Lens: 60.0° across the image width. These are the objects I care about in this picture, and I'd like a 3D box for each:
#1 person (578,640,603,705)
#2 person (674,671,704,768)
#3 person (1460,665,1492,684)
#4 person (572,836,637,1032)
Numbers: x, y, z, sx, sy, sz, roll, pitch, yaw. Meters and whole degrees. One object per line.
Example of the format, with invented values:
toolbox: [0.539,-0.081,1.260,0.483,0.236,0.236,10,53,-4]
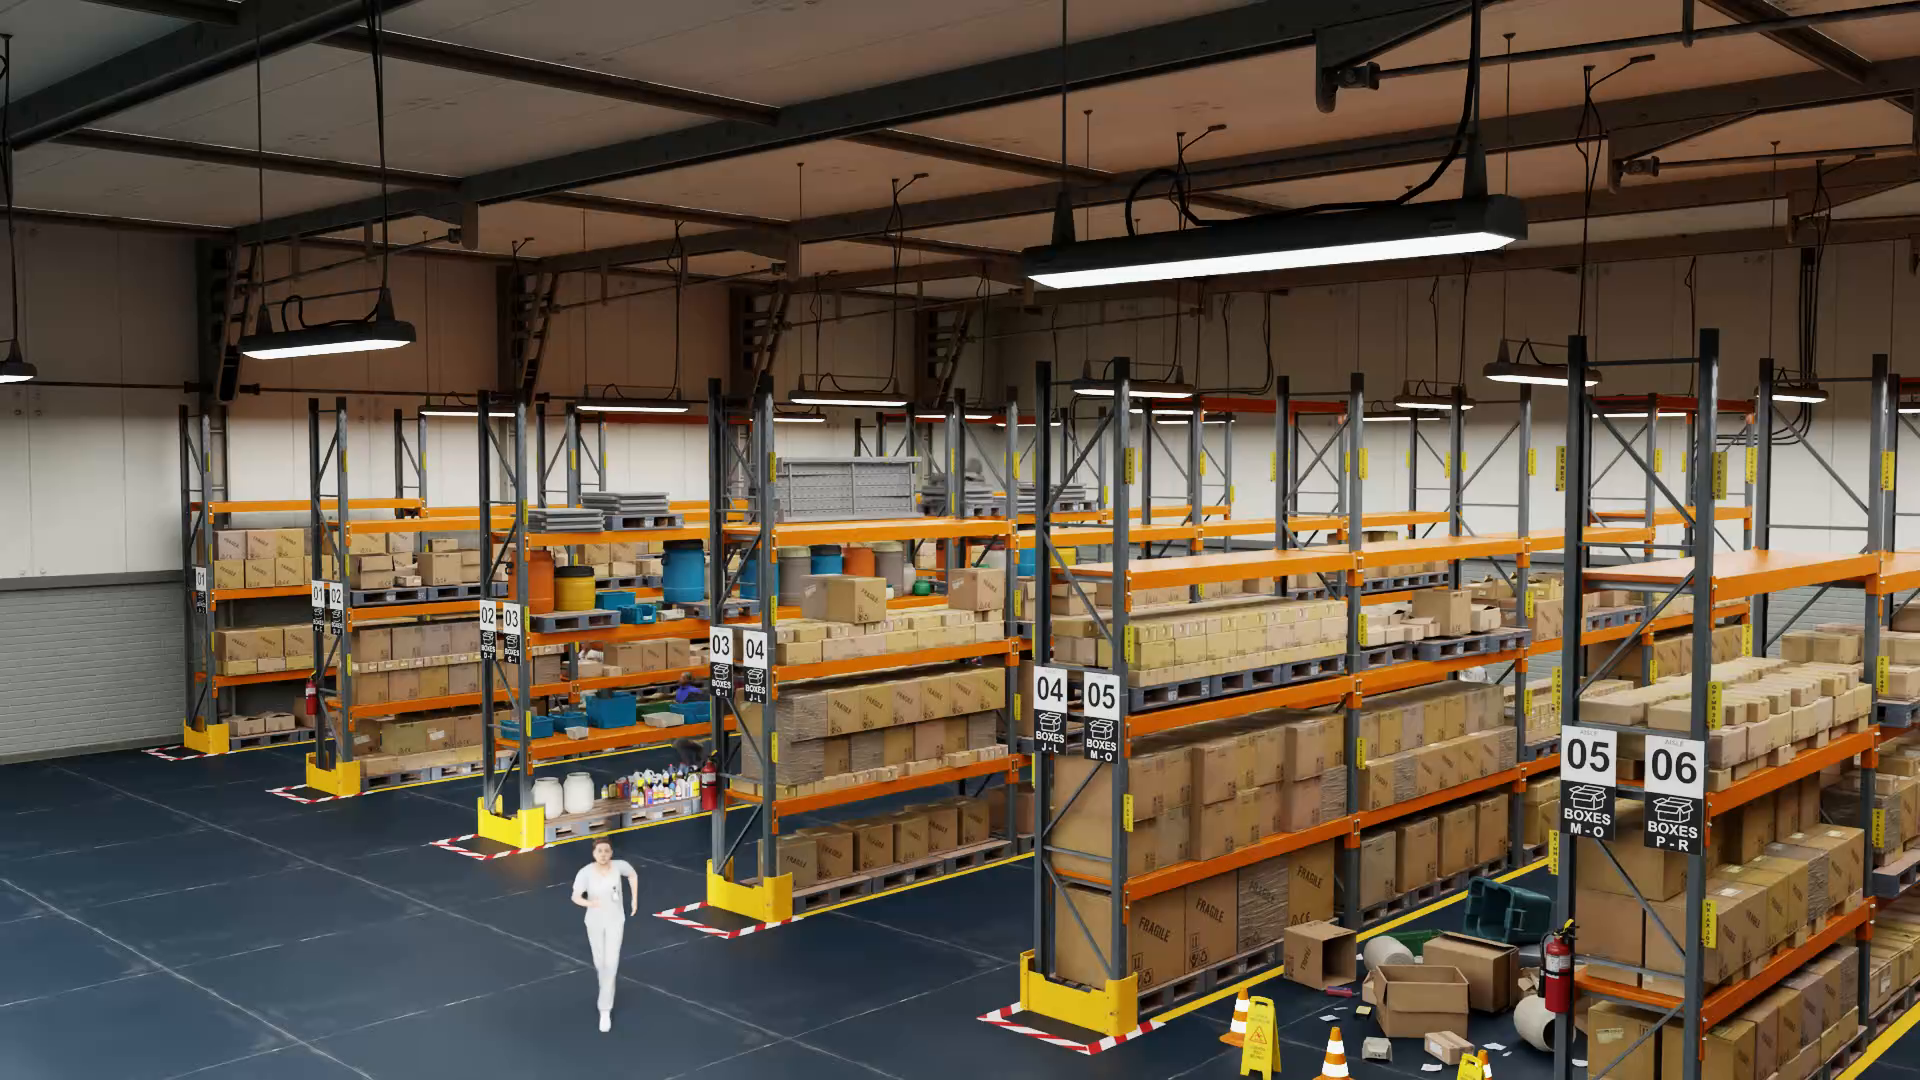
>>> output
person: [-6.885,2.674,30.654,0.711,1.760,0.691,3,4,41]
person: [-4.455,2.945,27.004,0.629,1.618,0.515,2,4,36]
person: [9.469,2.734,30.647,0.651,1.641,0.601,-2,3,-29]
person: [-3.251,3.571,15.232,0.587,1.627,0.902,-1,3,-12]
